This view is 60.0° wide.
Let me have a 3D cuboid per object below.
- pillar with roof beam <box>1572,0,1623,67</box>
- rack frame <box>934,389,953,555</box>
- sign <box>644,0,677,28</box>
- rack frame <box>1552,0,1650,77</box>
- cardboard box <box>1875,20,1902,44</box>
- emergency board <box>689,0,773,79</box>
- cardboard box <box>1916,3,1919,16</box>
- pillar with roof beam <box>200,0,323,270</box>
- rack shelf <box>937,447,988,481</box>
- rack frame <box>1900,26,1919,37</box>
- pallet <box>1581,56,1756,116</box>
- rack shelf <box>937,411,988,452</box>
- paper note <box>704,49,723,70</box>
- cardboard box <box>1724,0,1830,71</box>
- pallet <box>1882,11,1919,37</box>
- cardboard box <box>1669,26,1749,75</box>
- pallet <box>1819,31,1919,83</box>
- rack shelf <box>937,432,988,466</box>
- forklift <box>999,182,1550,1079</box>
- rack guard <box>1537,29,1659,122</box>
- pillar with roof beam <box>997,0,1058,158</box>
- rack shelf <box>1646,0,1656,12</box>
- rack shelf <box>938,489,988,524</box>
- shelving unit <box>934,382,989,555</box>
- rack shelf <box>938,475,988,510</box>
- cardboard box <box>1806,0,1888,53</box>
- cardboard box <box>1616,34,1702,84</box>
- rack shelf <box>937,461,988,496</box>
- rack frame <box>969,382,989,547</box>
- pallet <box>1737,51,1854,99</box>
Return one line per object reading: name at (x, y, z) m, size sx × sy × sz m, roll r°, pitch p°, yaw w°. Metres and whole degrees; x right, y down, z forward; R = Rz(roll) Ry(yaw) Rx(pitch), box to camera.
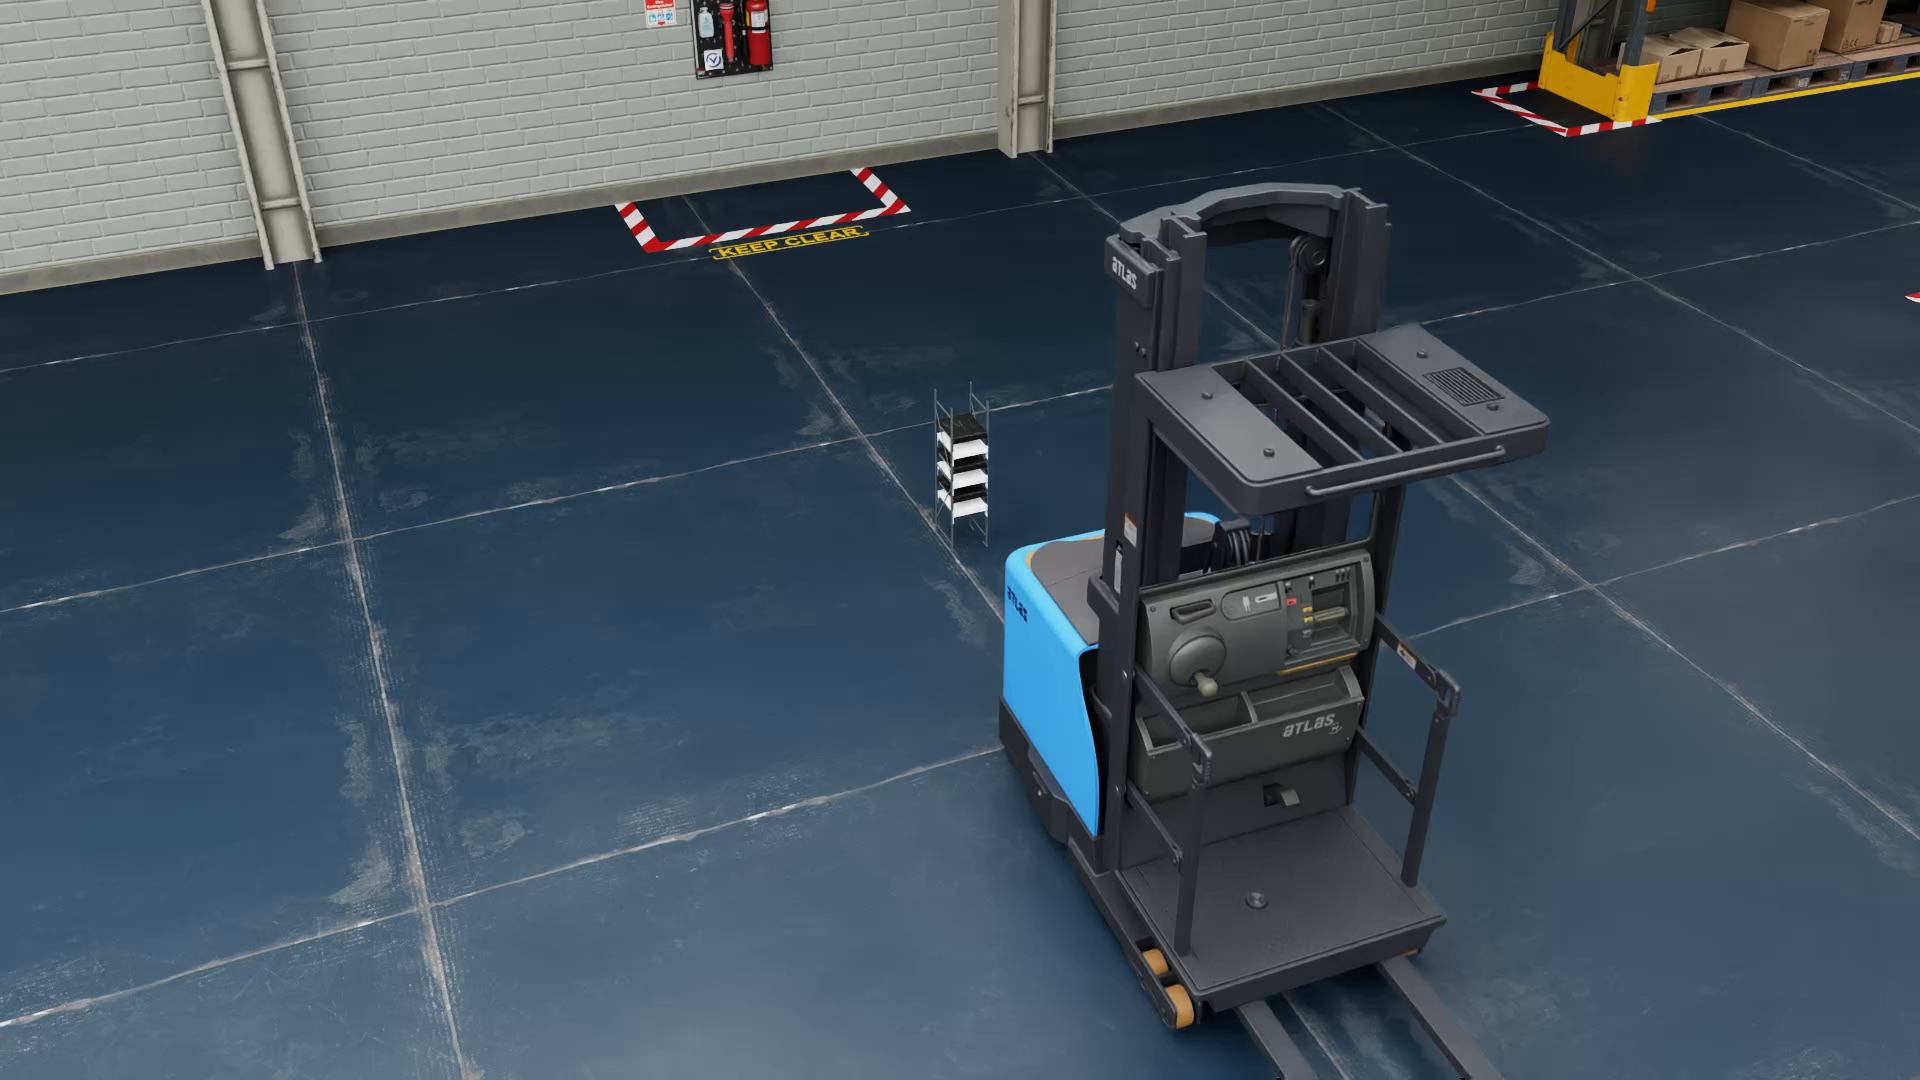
pillar with roof beam at (7.757, -6.244, 10.513) m, size 0.400 × 9.000 × 9.100 m, roll -13°, pitch 35°, yaw -19°
rack frame at (-0.086, -0.357, 8.892) m, size 0.006 × 0.900 × 0.240 m, roll -13°, pitch 35°, yaw -19°
sign at (-2.284, -4.075, 12.648) m, size 0.234 × 0.329 × 0.001 m, roll -13°, pitch 35°, yaw -19°
rack frame at (5.780, -5.311, 14.581) m, size 0.127 × 3.000 × 1.000 m, roll -13°, pitch 35°, yaw -19°
cardboard box at (8.987, -5.025, 16.335) m, size 0.250 × 0.166 × 0.380 m, roll -18°, pitch 37°, yaw -25°
emergency board at (-1.735, -4.125, 12.757) m, size 0.643 × 1.169 × 0.194 m, roll -13°, pitch 35°, yaw -19°
cardboard box at (10.141, -5.456, 16.692) m, size 0.500 × 0.500 × 0.700 m, roll -12°, pitch 35°, yaw -17°
pillar with roof beam at (-3.307, -3.710, 6.619) m, size 0.400 × 9.000 × 9.100 m, roll -13°, pitch 35°, yaw -19°
rack shelf at (0.007, -0.426, 8.894) m, size 0.200 × 0.077 × 0.258 m, roll -13°, pitch 35°, yaw -19°
rack frame at (9.468, -6.156, 15.879) m, size 0.127 × 3.000 × 1.000 m, roll -13°, pitch 35°, yaw -19°
pallet at (6.613, -4.312, 15.602) m, size 1.213 × 0.211 × 1.003 m, roll -13°, pitch 35°, yaw -19°
rack shelf at (0.007, -0.577, 8.796) m, size 0.200 × 0.077 × 0.258 m, roll -13°, pitch 35°, yaw -19°
paper note at (-1.925, -3.753, 12.993) m, size 0.142 × 0.148 × 0.016 m, roll -13°, pitch 35°, yaw -19°
cardboard box at (7.674, -4.799, 15.682) m, size 0.500 × 0.500 × 0.700 m, roll -15°, pitch 36°, yaw -22°
pallet at (10.186, -5.152, 16.893) m, size 1.213 × 0.211 × 1.003 m, roll -13°, pitch 35°, yaw -19°
cardboard box at (6.979, -4.590, 15.534) m, size 0.500 × 0.311 × 0.500 m, roll -10°, pitch 34°, yaw -15°
pallet at (8.863, -4.828, 16.394) m, size 1.213 × 0.211 × 1.003 m, roll -13°, pitch 35°, yaw -19°
rack shelf at (0.007, -0.502, 8.845) m, size 0.200 × 0.077 × 0.258 m, roll -13°, pitch 35°, yaw -19°
forklift at (1.183, 0.367, 5.917) m, size 1.130 × 2.935 × 3.031 m, roll -12°, pitch 35°, yaw -18°
rack guard at (5.850, -4.280, 15.287) m, size 0.348 × 0.500 × 1.175 m, roll -13°, pitch 35°, yaw -19°
pillar with roof beam at (2.225, -4.977, 8.566) m, size 0.400 × 9.000 × 9.100 m, roll -13°, pitch 35°, yaw -19°
rack shelf at (7.624, -5.432, 15.426) m, size 4.000 × 0.370 × 1.077 m, roll -13°, pitch 35°, yaw -19°
rack shelf at (0.007, -0.200, 9.042) m, size 0.200 × 0.077 × 0.258 m, roll -13°, pitch 35°, yaw -19°
shelving unit at (0.007, -0.379, 8.925) m, size 0.210 × 0.900 × 0.258 m, roll -13°, pitch 35°, yaw -19°
rack shelf at (0.007, -0.276, 8.992) m, size 0.200 × 0.077 × 0.258 m, roll -13°, pitch 35°, yaw -19°
cardboard box at (8.527, -5.053, 16.073) m, size 0.500 × 0.500 × 0.500 m, roll -16°, pitch 36°, yaw -22°
cardboard box at (6.453, -4.470, 15.349) m, size 0.500 × 0.311 × 0.500 m, roll -17°, pitch 37°, yaw -24°
rack shelf at (0.007, -0.351, 8.943) m, size 0.200 × 0.077 × 0.258 m, roll -13°, pitch 35°, yaw -19°
rack frame at (0.101, -0.400, 8.958) m, size 0.006 × 0.900 × 0.240 m, roll -13°, pitch 35°, yaw -19°
pallet at (7.736, -4.568, 15.995) m, size 1.213 × 0.211 × 1.003 m, roll -13°, pitch 35°, yaw -19°
